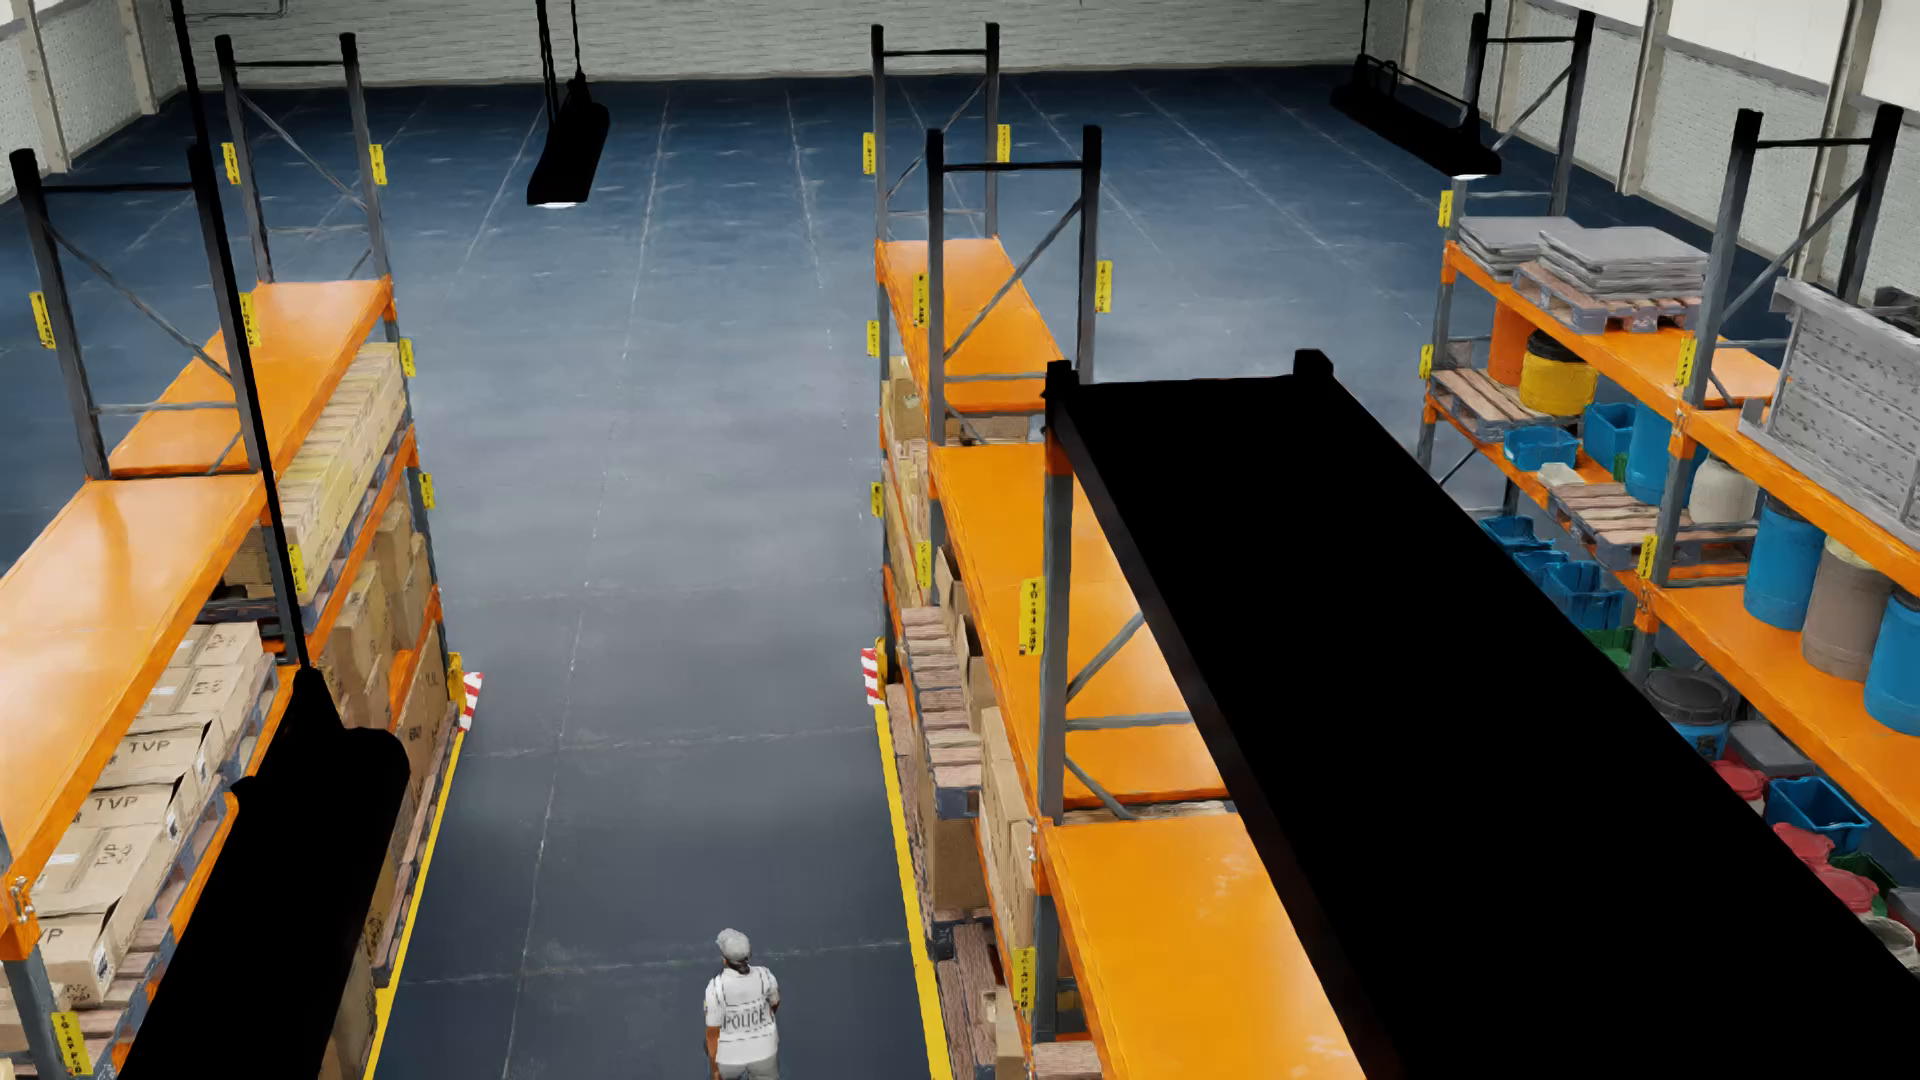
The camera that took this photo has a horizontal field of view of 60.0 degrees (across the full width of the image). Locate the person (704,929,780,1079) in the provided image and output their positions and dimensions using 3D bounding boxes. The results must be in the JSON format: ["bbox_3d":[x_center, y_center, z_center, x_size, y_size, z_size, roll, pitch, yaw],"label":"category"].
[{"bbox_3d":[-1.316,3.077,10.168,0.478,1.597,0.999,-7,26,-14],"label":"person"}]
